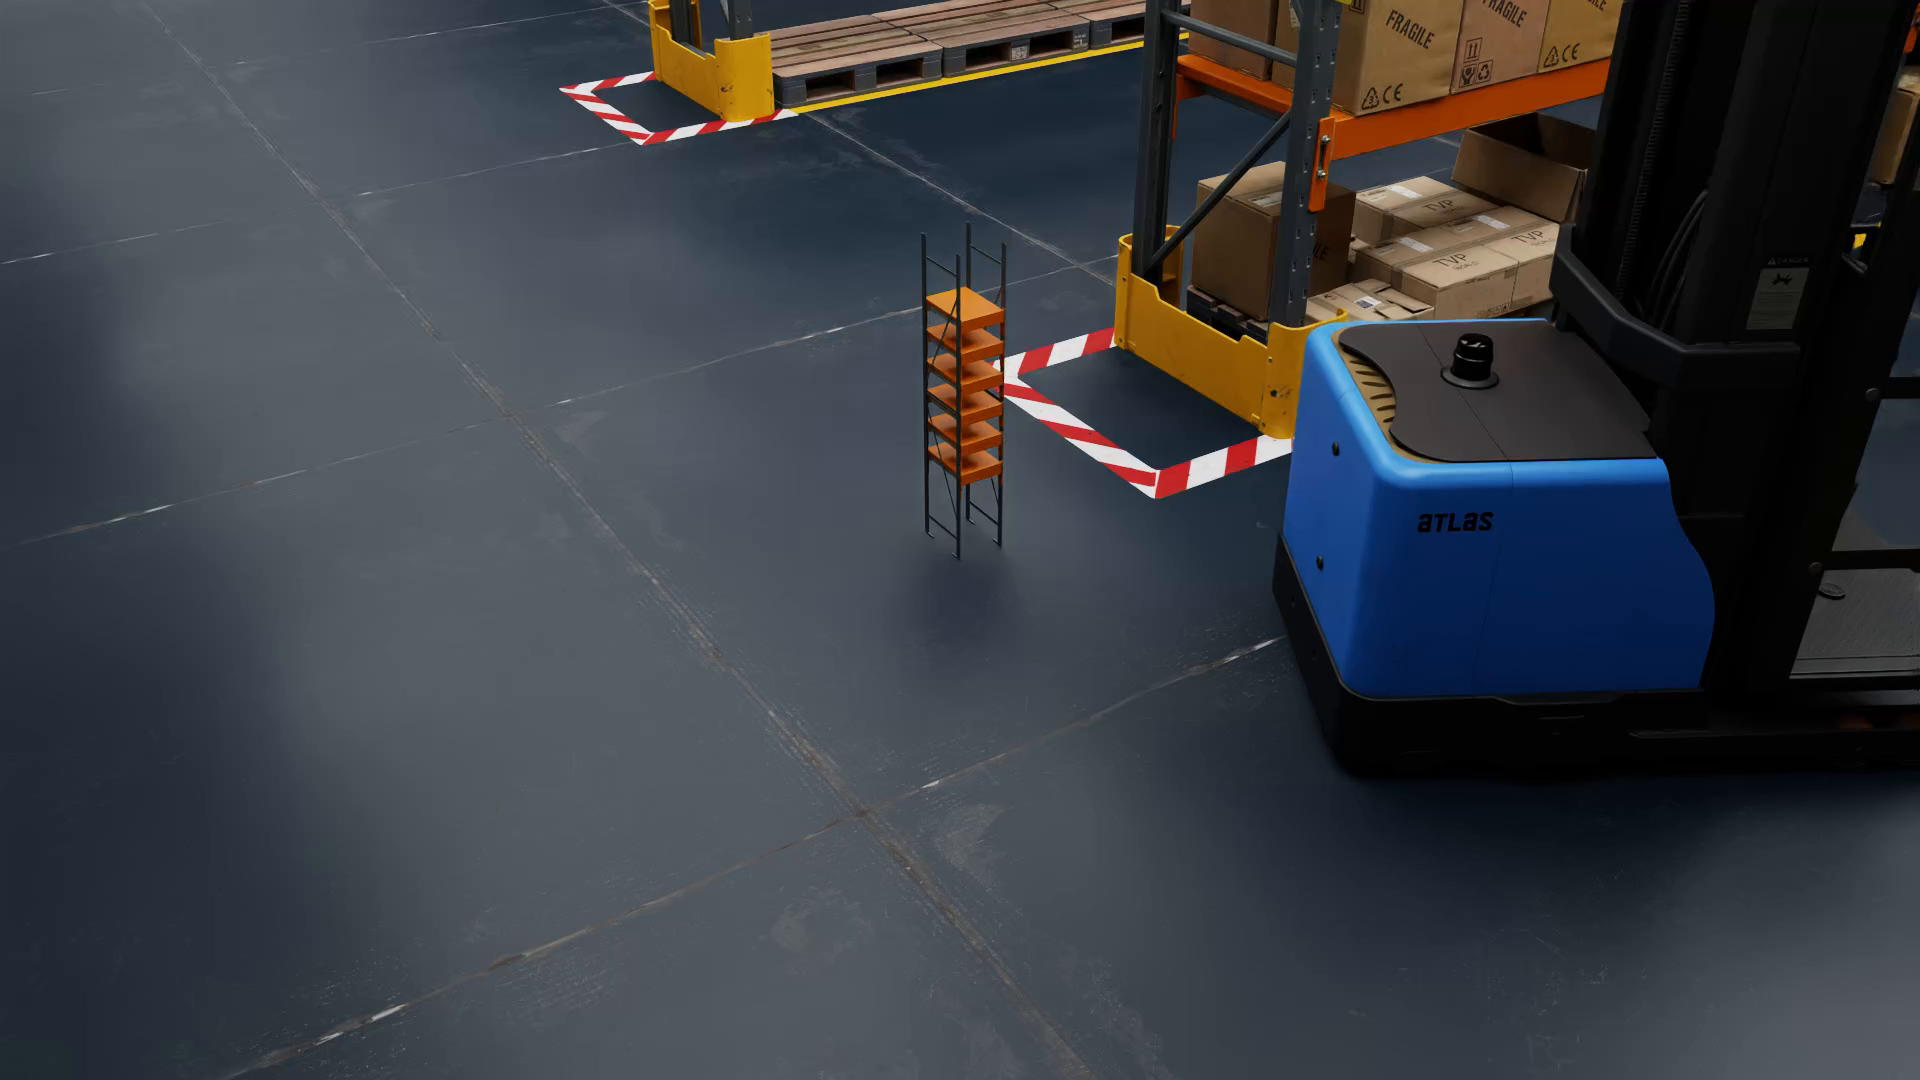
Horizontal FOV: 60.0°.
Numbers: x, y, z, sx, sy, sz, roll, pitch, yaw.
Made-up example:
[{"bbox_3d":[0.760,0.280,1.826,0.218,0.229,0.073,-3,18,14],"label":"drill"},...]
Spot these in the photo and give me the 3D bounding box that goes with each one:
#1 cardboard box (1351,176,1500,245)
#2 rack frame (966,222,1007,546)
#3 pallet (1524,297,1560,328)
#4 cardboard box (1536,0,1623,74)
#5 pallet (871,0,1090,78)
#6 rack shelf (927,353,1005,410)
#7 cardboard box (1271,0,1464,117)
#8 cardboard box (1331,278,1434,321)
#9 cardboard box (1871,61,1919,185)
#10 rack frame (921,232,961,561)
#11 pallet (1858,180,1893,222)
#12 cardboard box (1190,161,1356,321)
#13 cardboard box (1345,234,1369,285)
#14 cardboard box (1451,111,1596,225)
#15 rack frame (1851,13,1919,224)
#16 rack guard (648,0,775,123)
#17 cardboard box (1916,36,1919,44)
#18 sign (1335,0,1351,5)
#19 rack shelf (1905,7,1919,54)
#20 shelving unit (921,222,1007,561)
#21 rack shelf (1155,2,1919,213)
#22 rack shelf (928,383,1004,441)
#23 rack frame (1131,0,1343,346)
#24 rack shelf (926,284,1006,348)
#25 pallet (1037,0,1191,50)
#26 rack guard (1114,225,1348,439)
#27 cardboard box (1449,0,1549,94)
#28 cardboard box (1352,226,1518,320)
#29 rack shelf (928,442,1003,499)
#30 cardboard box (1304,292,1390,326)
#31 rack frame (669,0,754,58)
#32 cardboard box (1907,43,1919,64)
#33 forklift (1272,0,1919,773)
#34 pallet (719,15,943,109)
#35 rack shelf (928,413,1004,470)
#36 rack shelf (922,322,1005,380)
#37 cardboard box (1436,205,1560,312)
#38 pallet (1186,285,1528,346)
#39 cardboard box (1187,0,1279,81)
[{"bbox_3d":[2.222,-1.515,8.005,0.500,0.250,0.500,-19,37,-27],"label":"cardboard box"},{"bbox_3d":[0.089,-0.538,5.978,0.006,1.200,0.240,-19,37,-27],"label":"rack frame"},{"bbox_3d":[2.842,-1.387,8.251,1.213,0.211,1.003,-19,37,-27],"label":"pallet"},{"bbox_3d":[2.454,-2.311,7.008,0.500,0.500,0.500,-19,37,-27],"label":"cardboard box"},{"bbox_3d":[0.142,-3.577,11.723,1.213,0.211,1.003,-19,37,-27],"label":"pallet"},{"bbox_3d":[0.012,-0.576,5.896,0.180,0.103,0.258,-19,37,-27],"label":"rack shelf"},{"bbox_3d":[1.600,-2.015,6.540,0.500,0.500,0.500,-18,37,-26],"label":"cardboard box"},{"bbox_3d":[1.832,-0.990,7.251,0.250,0.166,0.380,-19,37,-27],"label":"cardboard box"},{"bbox_3d":[4.985,-2.279,8.981,0.500,0.500,0.500,-21,38,-29],"label":"cardboard box"},{"bbox_3d":[-0.065,-0.485,5.895,0.006,1.200,0.240,-19,37,-27],"label":"rack frame"},{"bbox_3d":[5.109,-2.192,9.527,1.213,0.211,1.003,-19,37,-27],"label":"pallet"},{"bbox_3d":[1.408,-1.359,7.524,0.500,0.500,0.500,-19,37,-27],"label":"cardboard box"},{"bbox_3d":[1.797,-1.295,7.735,0.250,0.166,0.380,-19,37,-27],"label":"cardboard box"},{"bbox_3d":[2.870,-1.704,8.067,0.637,0.503,0.797,-19,37,-27],"label":"cardboard box"},{"bbox_3d":[4.446,-3.119,8.383,0.127,3.000,1.000,-19,37,-27],"label":"rack frame"},{"bbox_3d":[-1.610,-3.115,10.720,0.348,0.500,1.175,-19,37,-27],"label":"rack guard"},{"bbox_3d":[5.126,-2.658,9.583,0.500,0.500,0.500,-19,37,-27],"label":"cardboard box"},{"bbox_3d":[1.378,-2.086,5.934,0.005,0.325,0.100,-19,37,-27],"label":"sign"},{"bbox_3d":[6.127,-3.393,9.492,4.000,0.370,1.077,-19,37,-27],"label":"rack shelf"},{"bbox_3d":[0.012,-0.512,5.937,0.189,1.200,0.258,-19,37,-27],"label":"shelving unit"},{"bbox_3d":[2.765,-2.237,7.659,4.000,0.370,1.077,-19,37,-27],"label":"rack shelf"},{"bbox_3d":[0.012,-0.474,5.960,0.180,0.103,0.258,-19,37,-27],"label":"rack shelf"},{"bbox_3d":[1.084,-1.963,6.550,0.127,3.000,1.000,-19,37,-27],"label":"rack frame"},{"bbox_3d":[0.012,-0.779,5.768,0.180,0.103,0.258,-19,37,-27],"label":"rack shelf"},{"bbox_3d":[1.169,-3.932,12.286,1.213,0.211,1.003,-19,37,-27],"label":"pallet"},{"bbox_3d":[1.148,-0.928,7.252,0.348,0.500,1.175,-19,37,-27],"label":"rack guard"},{"bbox_3d":[2.031,-2.167,6.780,0.500,0.500,0.500,-19,37,-28],"label":"cardboard box"},{"bbox_3d":[2.115,-1.161,7.443,0.500,0.250,0.500,-19,37,-27],"label":"cardboard box"},{"bbox_3d":[0.012,-0.271,6.088,0.180,0.103,0.258,-19,37,-27],"label":"rack shelf"},{"bbox_3d":[1.622,-0.910,7.141,0.250,0.149,0.380,-19,37,-27],"label":"cardboard box"},{"bbox_3d":[-1.596,-4.185,10.073,0.127,3.000,1.000,-19,37,-27],"label":"rack frame"},{"bbox_3d":[5.427,-2.438,9.234,0.500,0.500,0.500,-18,37,-27],"label":"cardboard box"},{"bbox_3d":[2.630,-0.819,4.801,3.031,2.935,1.130,-2,32,-2],"label":"forklift"},{"bbox_3d":[-0.882,-3.227,11.168,1.213,0.211,1.003,-19,37,-27],"label":"pallet"},{"bbox_3d":[0.012,-0.373,6.024,0.180,0.103,0.258,-19,37,-27],"label":"rack shelf"},{"bbox_3d":[0.012,-0.677,5.832,0.180,0.103,0.258,-19,37,-27],"label":"rack shelf"},{"bbox_3d":[2.535,-1.305,7.672,0.500,0.250,0.500,-19,37,-27],"label":"cardboard box"},{"bbox_3d":[1.818,-1.036,7.695,1.213,0.211,1.003,-19,37,-27],"label":"pallet"},{"bbox_3d":[1.313,-2.257,6.922,0.500,0.500,0.500,-18,36,-26],"label":"cardboard box"}]
